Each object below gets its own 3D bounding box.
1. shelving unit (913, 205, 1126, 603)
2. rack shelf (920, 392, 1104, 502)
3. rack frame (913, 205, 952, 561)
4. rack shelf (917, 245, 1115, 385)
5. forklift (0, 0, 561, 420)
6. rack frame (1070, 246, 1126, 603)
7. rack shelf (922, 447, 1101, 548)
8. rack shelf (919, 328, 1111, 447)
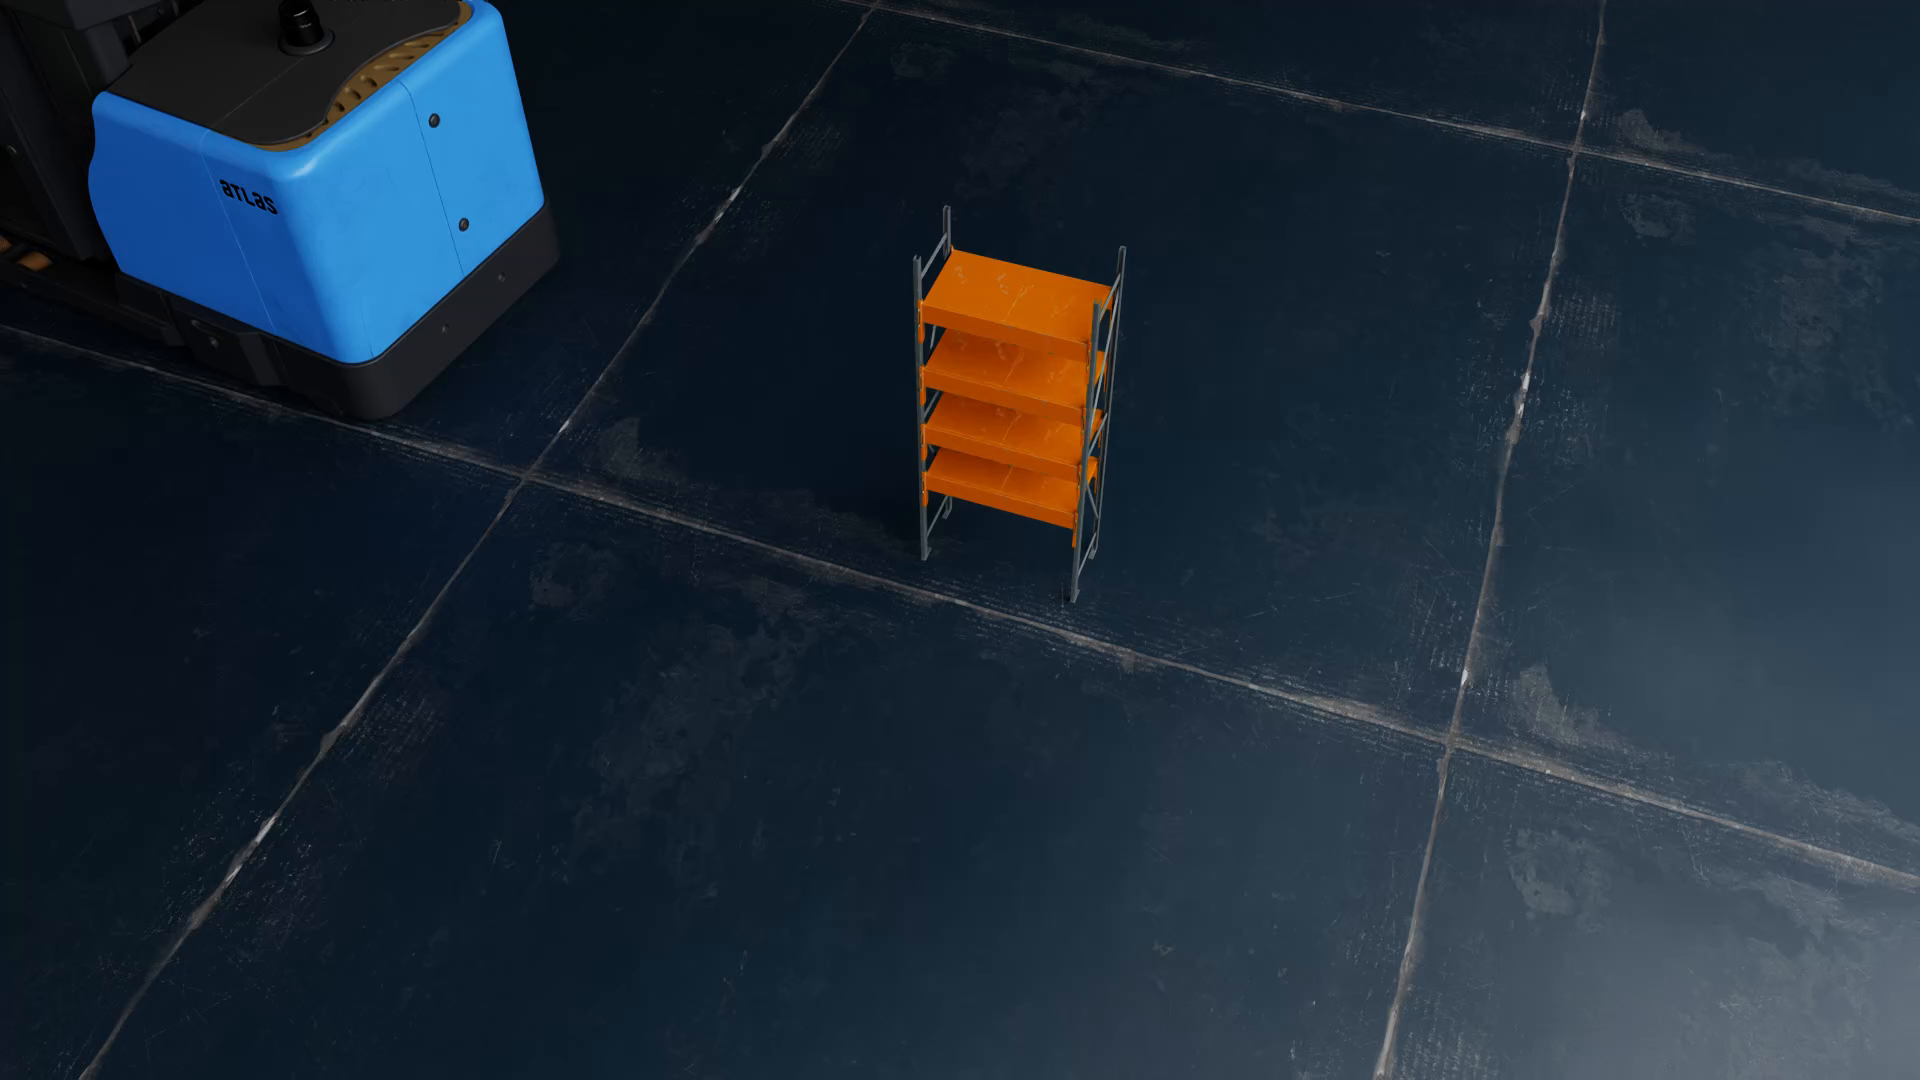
[{"bbox_3d":[0.155,-0.350,4.759,0.503,1.200,0.258,16,51,13],"label":"shelving unit"},{"bbox_3d":[0.155,-0.306,4.810,0.480,0.148,0.258,16,51,13],"label":"rack shelf"},{"bbox_3d":[-0.074,-0.414,4.814,0.015,1.200,0.240,16,51,13],"label":"rack frame"},{"bbox_3d":[0.155,-0.607,4.462,0.480,0.148,0.258,16,51,13],"label":"rack shelf"},{"bbox_3d":[-3.001,-2.164,5.186,3.031,2.935,1.130,22,52,18],"label":"forklift"},{"bbox_3d":[0.384,-0.286,4.704,0.015,1.200,0.240,16,51,13],"label":"rack frame"},{"bbox_3d":[0.155,-0.176,4.960,0.480,0.148,0.258,16,51,13],"label":"rack shelf"},{"bbox_3d":[0.155,-0.452,4.641,0.480,0.148,0.258,16,51,13],"label":"rack shelf"}]
